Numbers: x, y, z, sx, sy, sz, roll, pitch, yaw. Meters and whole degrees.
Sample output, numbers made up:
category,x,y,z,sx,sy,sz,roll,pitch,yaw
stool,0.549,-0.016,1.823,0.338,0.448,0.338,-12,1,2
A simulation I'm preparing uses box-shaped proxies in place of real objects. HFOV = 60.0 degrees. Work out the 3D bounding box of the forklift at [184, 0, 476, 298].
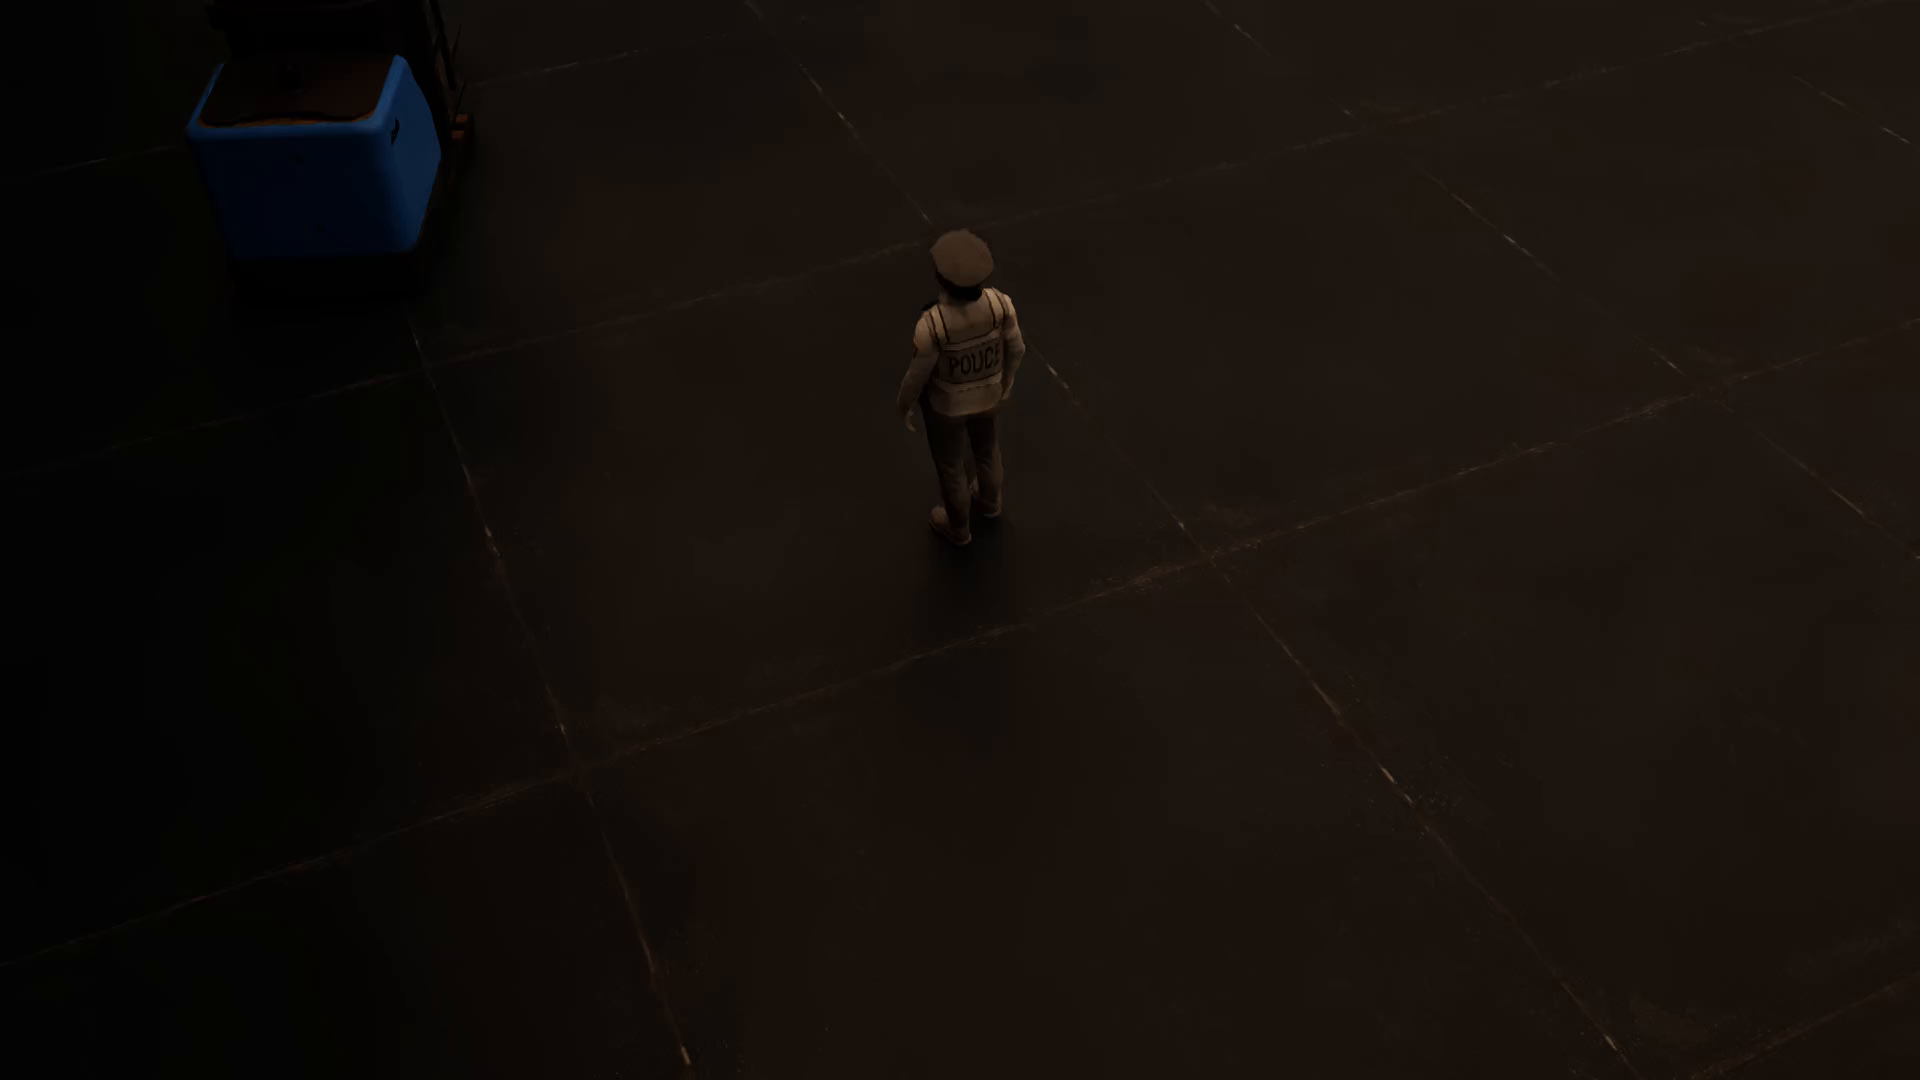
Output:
category,x,y,z,sx,sy,sz,roll,pitch,yaw
forklift,-3.607,-3.403,9.326,1.130,2.935,3.031,-3,43,-4

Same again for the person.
category,x,y,z,sx,sy,sz,roll,pitch,yaw
person,-0.022,-0.669,7.292,0.586,1.695,0.533,-18,46,-18
